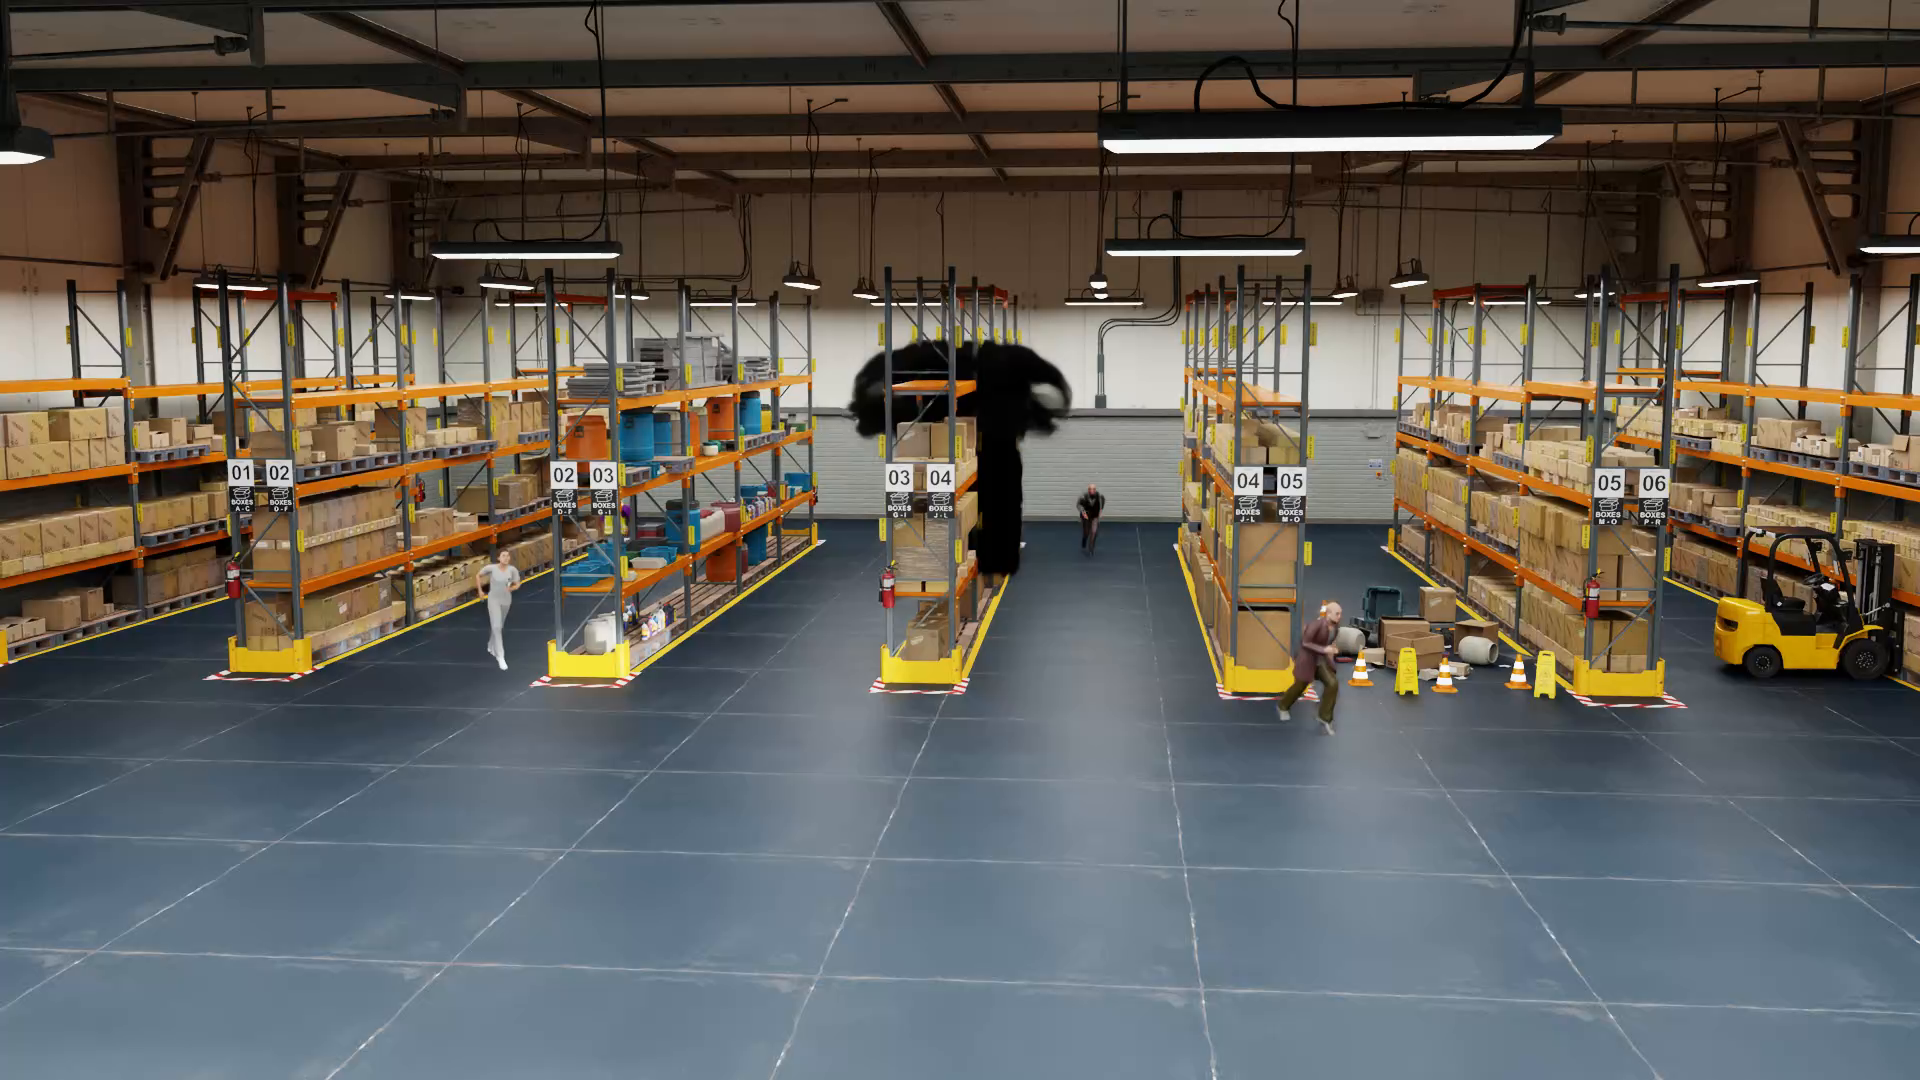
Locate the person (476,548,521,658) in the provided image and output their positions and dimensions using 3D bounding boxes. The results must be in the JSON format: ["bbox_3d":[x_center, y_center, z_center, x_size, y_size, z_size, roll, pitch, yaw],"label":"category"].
[{"bbox_3d":[-6.743,0.889,24.328,0.580,1.581,0.745,-5,8,-35],"label":"person"}]

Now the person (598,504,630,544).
[{"bbox_3d":[-6.774,-0.145,32.708,0.683,1.674,0.524,1,7,10],"label":"person"}]

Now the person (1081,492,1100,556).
[{"bbox_3d":[3.006,-0.400,38.697,0.446,1.495,0.995,-1,7,-10],"label":"person"}]

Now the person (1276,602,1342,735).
[{"bbox_3d":[4.492,1.614,21.333,0.753,1.742,1.069,-5,9,-36],"label":"person"}]
